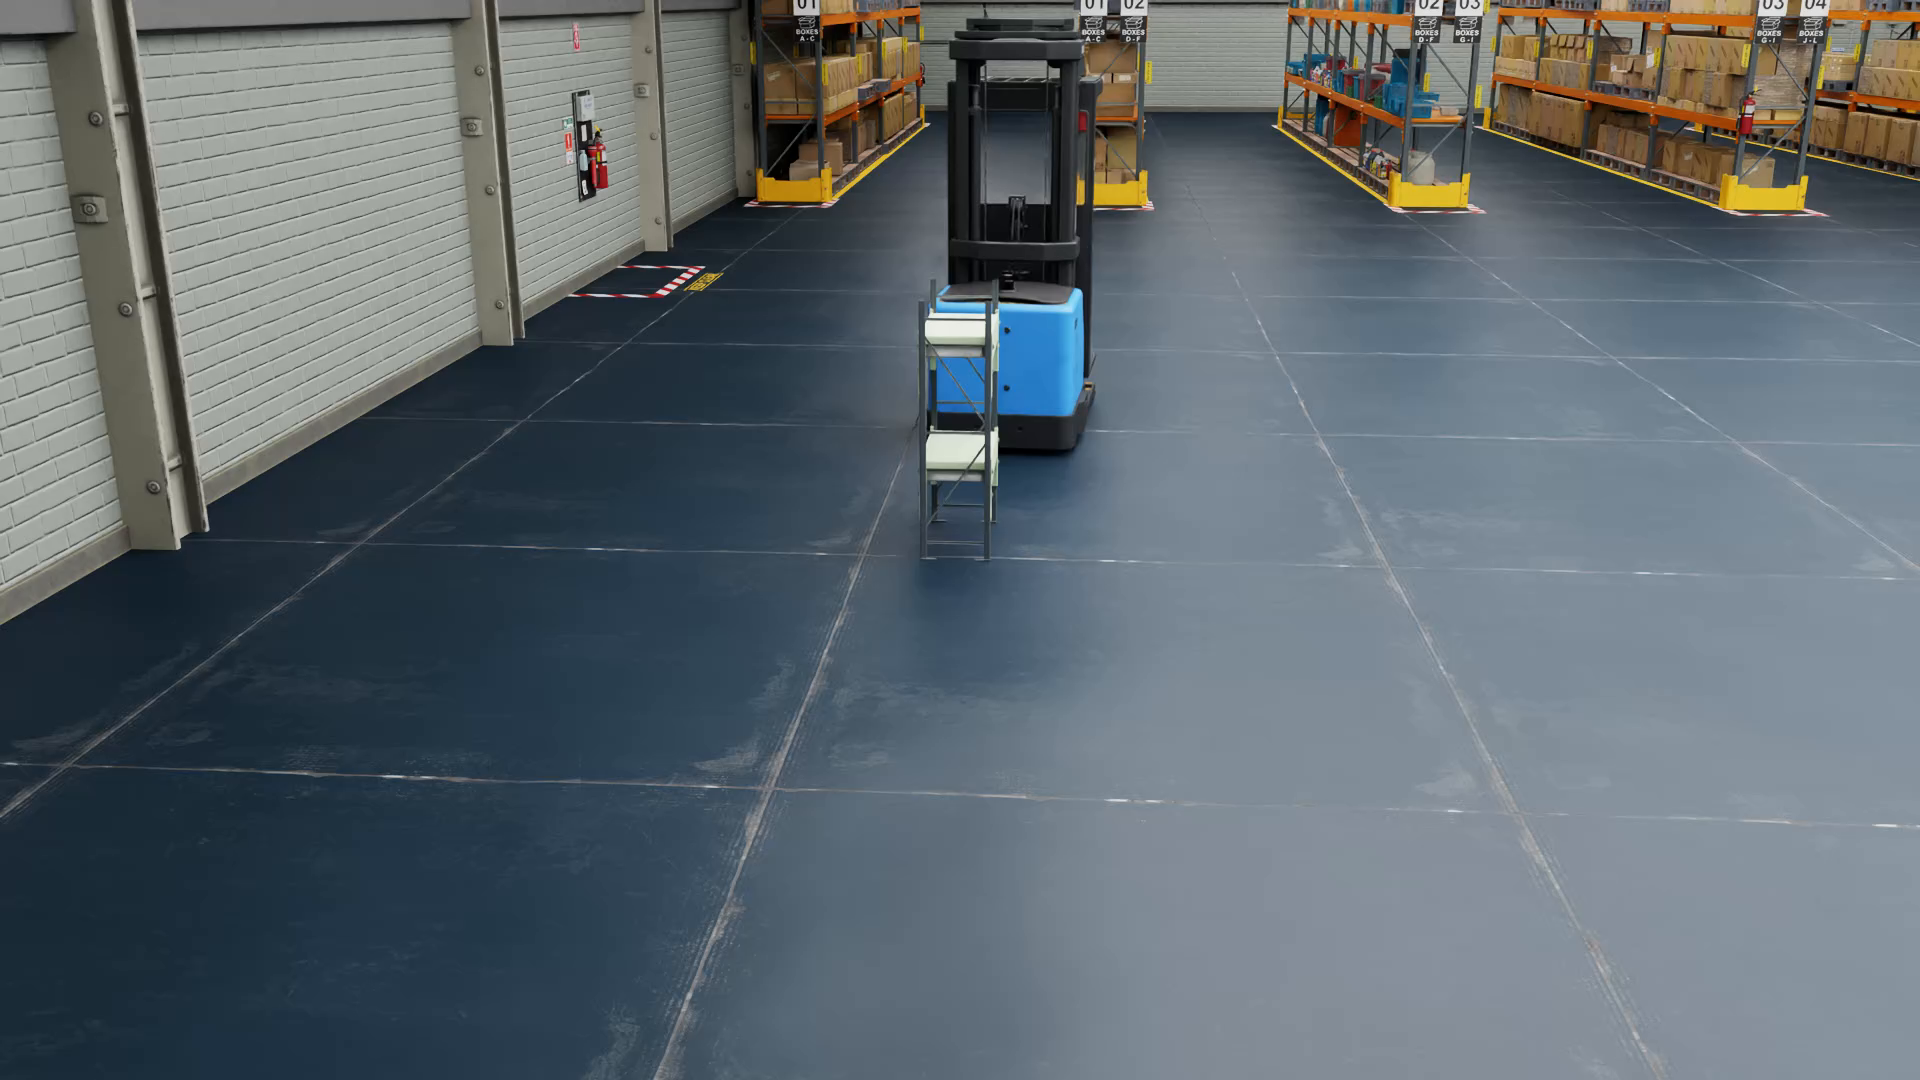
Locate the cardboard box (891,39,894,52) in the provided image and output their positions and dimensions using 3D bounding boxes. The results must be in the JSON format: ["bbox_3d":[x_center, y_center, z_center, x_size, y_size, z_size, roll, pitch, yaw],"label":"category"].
[{"bbox_3d":[-1.665,-10.441,35.095,0.500,0.250,0.500,1,18,3],"label":"cardboard box"}]

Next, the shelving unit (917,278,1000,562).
[{"bbox_3d":[0.000,-0.711,9.683,0.431,1.500,0.755,1,18,4],"label":"shelving unit"}]

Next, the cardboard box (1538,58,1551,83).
[{"bbox_3d":[12.772,-10.091,35.741,0.500,0.500,0.500,1,18,4],"label":"cardboard box"}]

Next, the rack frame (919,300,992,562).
[{"bbox_3d":[-0.027,-0.597,9.336,0.400,1.500,0.023,1,18,4],"label":"rack frame"}]

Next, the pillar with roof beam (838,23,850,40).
[{"bbox_3d":[1.714,-13.504,36.683,9.100,9.000,0.400,1,18,4],"label":"pillar with roof beam"}]

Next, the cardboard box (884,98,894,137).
[{"bbox_3d":[-1.802,-8.945,35.184,0.750,0.750,0.750,1,18,4],"label":"cardboard box"}]

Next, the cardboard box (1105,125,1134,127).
[{"bbox_3d":[2.737,-6.864,28.589,0.500,0.500,0.500,1,18,4],"label":"cardboard box"}]

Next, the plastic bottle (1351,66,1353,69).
[{"bbox_3d":[8.361,-9.918,35.452,0.144,0.351,0.185,1,18,4],"label":"plastic bottle"}]

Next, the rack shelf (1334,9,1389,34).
[{"bbox_3d":[7.684,-9.511,30.471,1.077,0.370,4.000,1,18,4],"label":"rack shelf"}]

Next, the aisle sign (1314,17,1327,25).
[{"bbox_3d":[8.698,-12.785,39.948,0.394,0.787,0.004,1,18,4],"label":"aisle sign"}]

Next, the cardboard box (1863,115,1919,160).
[{"bbox_3d":[17.515,-7.468,30.835,1.050,0.750,0.750,2,18,5],"label":"cardboard box"}]

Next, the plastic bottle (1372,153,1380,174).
[{"bbox_3d":[7.025,-6.325,27.955,0.144,0.351,0.185,1,18,3],"label":"plastic bottle"}]

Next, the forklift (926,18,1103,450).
[{"bbox_3d":[0.488,-2.440,12.661,1.130,2.935,3.031,3,18,8],"label":"forklift"}]

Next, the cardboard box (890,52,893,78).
[{"bbox_3d":[-1.681,-9.930,34.740,0.500,0.500,0.500,1,18,4],"label":"cardboard box"}]

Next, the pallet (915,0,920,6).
[{"bbox_3d":[-1.524,-12.907,39.822,1.003,0.211,1.213,1,18,4],"label":"pallet"}]

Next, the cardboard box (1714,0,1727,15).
[{"bbox_3d":[12.053,-8.277,25.790,0.500,0.250,0.500,2,18,5],"label":"cardboard box"}]

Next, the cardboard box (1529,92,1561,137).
[{"bbox_3d":[13.028,-9.171,35.833,1.225,0.875,0.875,1,18,4],"label":"cardboard box"}]

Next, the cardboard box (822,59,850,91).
[{"bbox_3d":[-2.144,-7.857,28.089,0.500,0.500,0.500,1,18,2],"label":"cardboard box"}]

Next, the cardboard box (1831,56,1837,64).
[{"bbox_3d":[17.305,-9.399,32.565,0.380,0.149,0.250,1,18,3],"label":"cardboard box"}]

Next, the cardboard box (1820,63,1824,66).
[{"bbox_3d":[17.341,-9.424,33.117,0.380,0.149,0.250,1,18,4],"label":"cardboard box"}]

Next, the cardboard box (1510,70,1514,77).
[{"bbox_3d":[12.877,-10.723,38.234,0.380,0.149,0.250,1,18,3],"label":"cardboard box"}]

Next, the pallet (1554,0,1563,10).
[{"bbox_3d":[13.037,-11.229,34.866,0.805,0.209,1.217,1,18,2],"label":"pallet"}]

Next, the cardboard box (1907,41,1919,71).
[{"bbox_3d":[17.559,-8.704,29.904,0.700,0.500,0.500,1,18,3],"label":"cardboard box"}]

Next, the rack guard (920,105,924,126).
[{"bbox_3d":[-1.479,-10.574,41.391,1.175,0.500,0.348,1,18,4],"label":"rack guard"}]

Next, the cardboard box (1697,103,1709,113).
[{"bbox_3d":[12.011,-6.896,26.553,0.380,0.149,0.250,1,18,4],"label":"cardboard box"}]

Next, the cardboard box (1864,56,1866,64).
[{"bbox_3d":[17.972,-9.458,32.743,0.380,0.149,0.250,1,18,4],"label":"cardboard box"}]

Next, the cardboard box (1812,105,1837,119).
[{"bbox_3d":[17.572,-8.697,33.784,0.500,0.250,0.500,2,18,5],"label":"cardboard box"}]

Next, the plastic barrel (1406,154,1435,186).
[{"bbox_3d":[7.224,-5.788,26.090,0.421,0.512,0.421,0,18,0],"label":"plastic barrel"}]

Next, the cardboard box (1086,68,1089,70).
[{"bbox_3d":[2.260,-7.636,27.209,0.380,0.149,0.250,1,18,3],"label":"cardboard box"}]

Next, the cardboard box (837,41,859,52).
[{"bbox_3d":[-2.281,-9.971,33.662,0.500,0.250,0.500,2,18,5],"label":"cardboard box"}]

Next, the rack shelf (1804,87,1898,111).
[{"bbox_3d":[17.851,-9.075,33.958,1.077,0.370,4.000,1,18,4],"label":"rack shelf"}]

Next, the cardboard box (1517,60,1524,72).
[{"bbox_3d":[12.895,-10.713,37.563,0.500,0.250,0.500,2,18,5],"label":"cardboard box"}]

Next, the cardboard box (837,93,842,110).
[{"bbox_3d":[-2.211,-7.188,27.250,0.500,0.250,0.500,1,18,3],"label":"cardboard box"}]

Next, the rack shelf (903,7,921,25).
[{"bbox_3d":[-1.624,-12.217,38.728,1.077,0.370,4.000,1,18,4],"label":"rack shelf"}]

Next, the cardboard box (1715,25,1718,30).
[{"bbox_3d":[17.984,-11.811,38.908,0.500,0.500,0.500,1,18,4],"label":"cardboard box"}]

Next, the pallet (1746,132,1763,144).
[{"bbox_3d":[18.007,-8.923,36.815,1.003,0.211,1.213,1,18,4],"label":"pallet"}]

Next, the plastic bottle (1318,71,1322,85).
[{"bbox_3d":[7.582,-9.700,34.914,0.097,0.271,0.097,0,18,0],"label":"plastic bottle"}]

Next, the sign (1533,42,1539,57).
[{"bbox_3d":[12.500,-10.642,36.065,0.100,0.325,0.005,1,18,4],"label":"sign"}]

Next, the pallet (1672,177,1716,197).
[{"bbox_3d":[12.383,-5.782,27.228,1.003,0.211,1.213,1,18,4],"label":"pallet"}]

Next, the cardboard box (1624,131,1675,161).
[{"bbox_3d":[12.639,-7.229,30.475,0.700,0.500,0.500,0,18,-1],"label":"cardboard box"}]

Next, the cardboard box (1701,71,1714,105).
[{"bbox_3d":[12.256,-7.125,26.212,0.875,0.500,0.500,1,18,4],"label":"cardboard box"}]

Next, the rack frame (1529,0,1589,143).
[{"bbox_3d":[13.054,-10.181,36.175,1.000,3.000,0.127,1,18,4],"label":"rack frame"}]

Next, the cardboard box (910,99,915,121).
[{"bbox_3d":[-1.467,-10.391,40.158,0.700,0.500,0.500,1,18,4],"label":"cardboard box"}]

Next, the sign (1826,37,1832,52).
[{"bbox_3d":[18.548,-10.577,35.527,0.100,0.325,0.005,1,18,4],"label":"sign"}]

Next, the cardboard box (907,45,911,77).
[{"bbox_3d":[-1.655,-11.050,38.346,0.980,0.700,0.700,1,18,3],"label":"cardboard box"}]

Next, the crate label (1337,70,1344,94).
[{"bbox_3d":[7.486,-8.763,31.793,0.502,0.435,0.616,1,18,4],"label":"crate label"}]

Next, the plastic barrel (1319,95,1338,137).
[{"bbox_3d":[8.007,-9.105,35.588,0.600,0.901,0.708,1,18,4],"label":"plastic barrel"}]

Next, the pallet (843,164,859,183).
[{"bbox_3d":[-2.354,-6.493,29.400,1.003,0.211,1.213,1,18,4],"label":"pallet"}]

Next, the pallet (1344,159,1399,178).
[{"bbox_3d":[7.558,-6.726,30.111,1.003,0.211,1.213,1,18,4],"label":"pallet"}]

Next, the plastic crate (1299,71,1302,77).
[{"bbox_3d":[7.926,-10.543,37.625,0.437,0.125,0.590,1,18,4],"label":"plastic crate"}]

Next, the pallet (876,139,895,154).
[{"bbox_3d":[-1.923,-8.188,34.573,1.003,0.211,1.213,1,18,4],"label":"pallet"}]

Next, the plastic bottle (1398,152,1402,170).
[{"bbox_3d":[7.638,-6.554,28.654,0.144,0.351,0.185,1,18,4],"label":"plastic bottle"}]
